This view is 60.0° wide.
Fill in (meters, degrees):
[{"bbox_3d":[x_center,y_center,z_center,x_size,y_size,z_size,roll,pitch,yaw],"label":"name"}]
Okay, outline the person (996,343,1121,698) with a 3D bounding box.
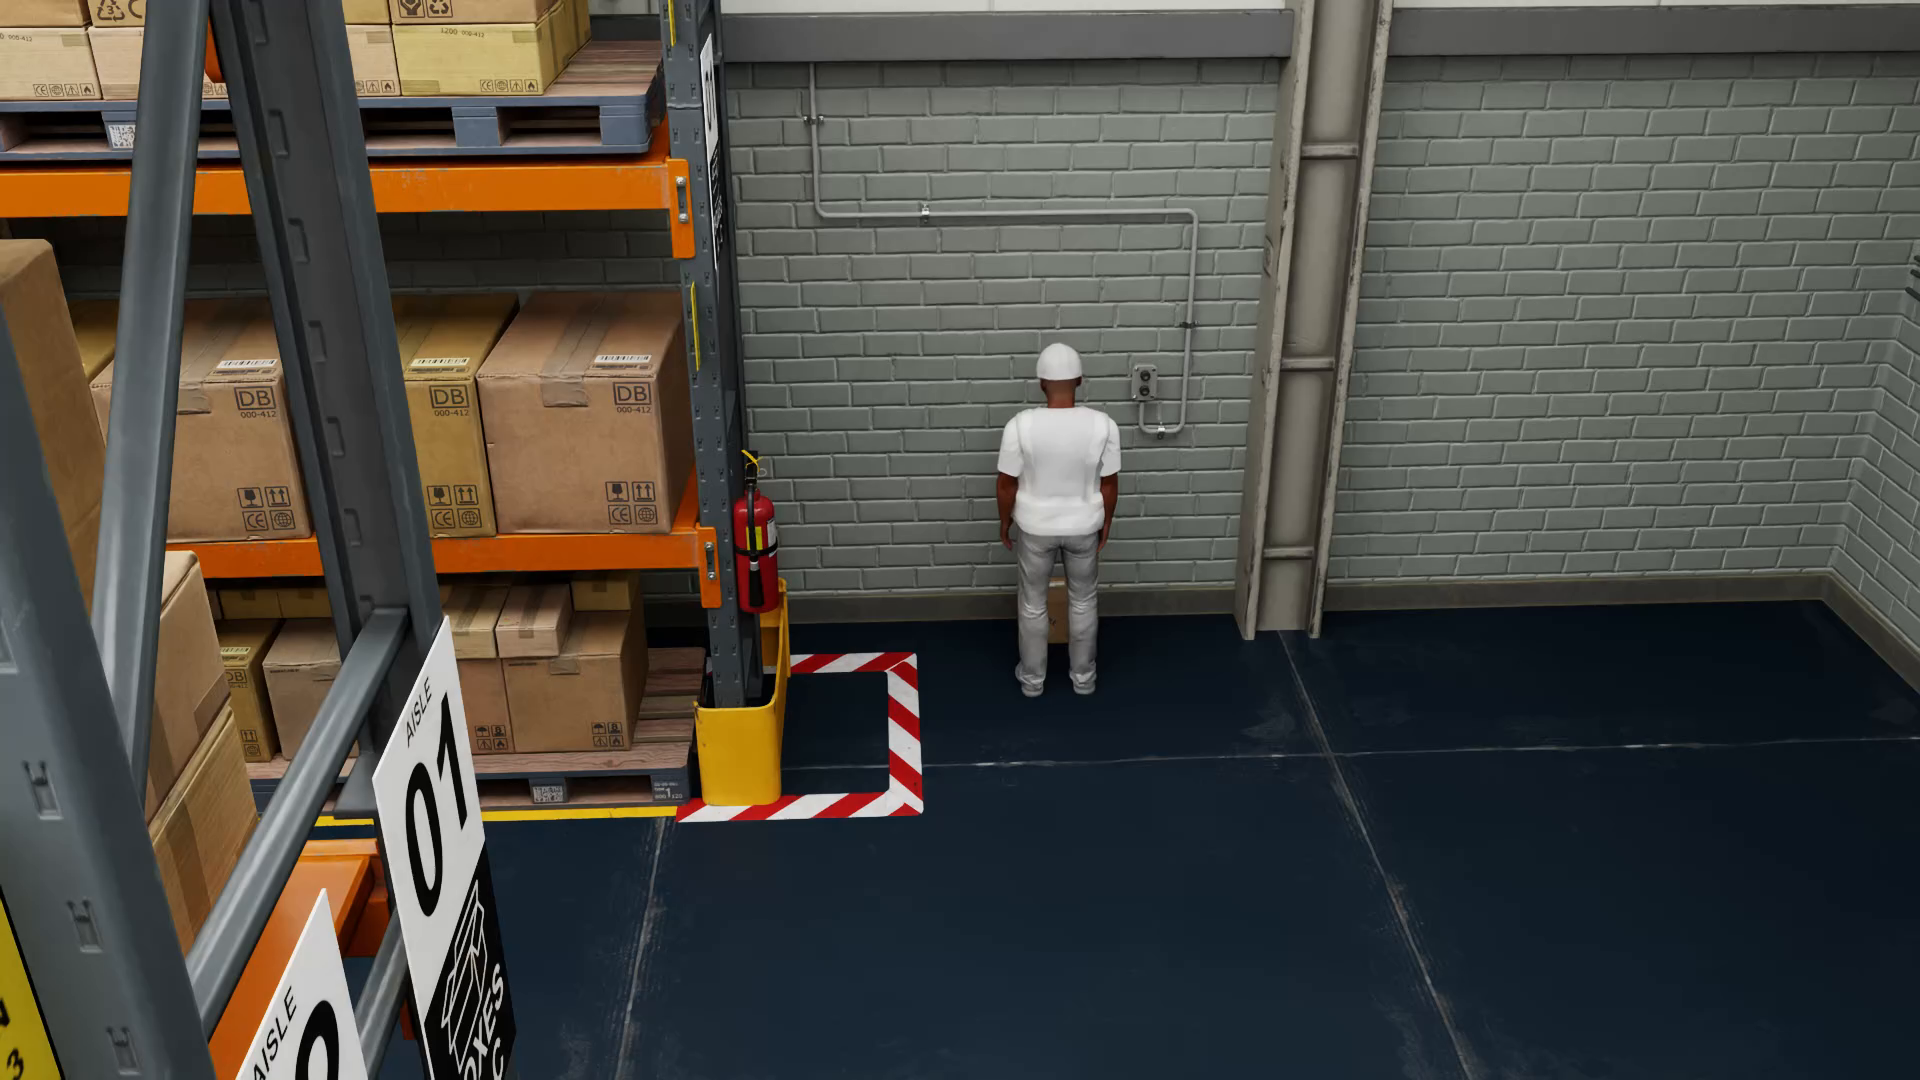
[{"bbox_3d":[0.448,-0.081,7.751,0.565,1.763,0.363,-1,27,-2],"label":"person"}]
